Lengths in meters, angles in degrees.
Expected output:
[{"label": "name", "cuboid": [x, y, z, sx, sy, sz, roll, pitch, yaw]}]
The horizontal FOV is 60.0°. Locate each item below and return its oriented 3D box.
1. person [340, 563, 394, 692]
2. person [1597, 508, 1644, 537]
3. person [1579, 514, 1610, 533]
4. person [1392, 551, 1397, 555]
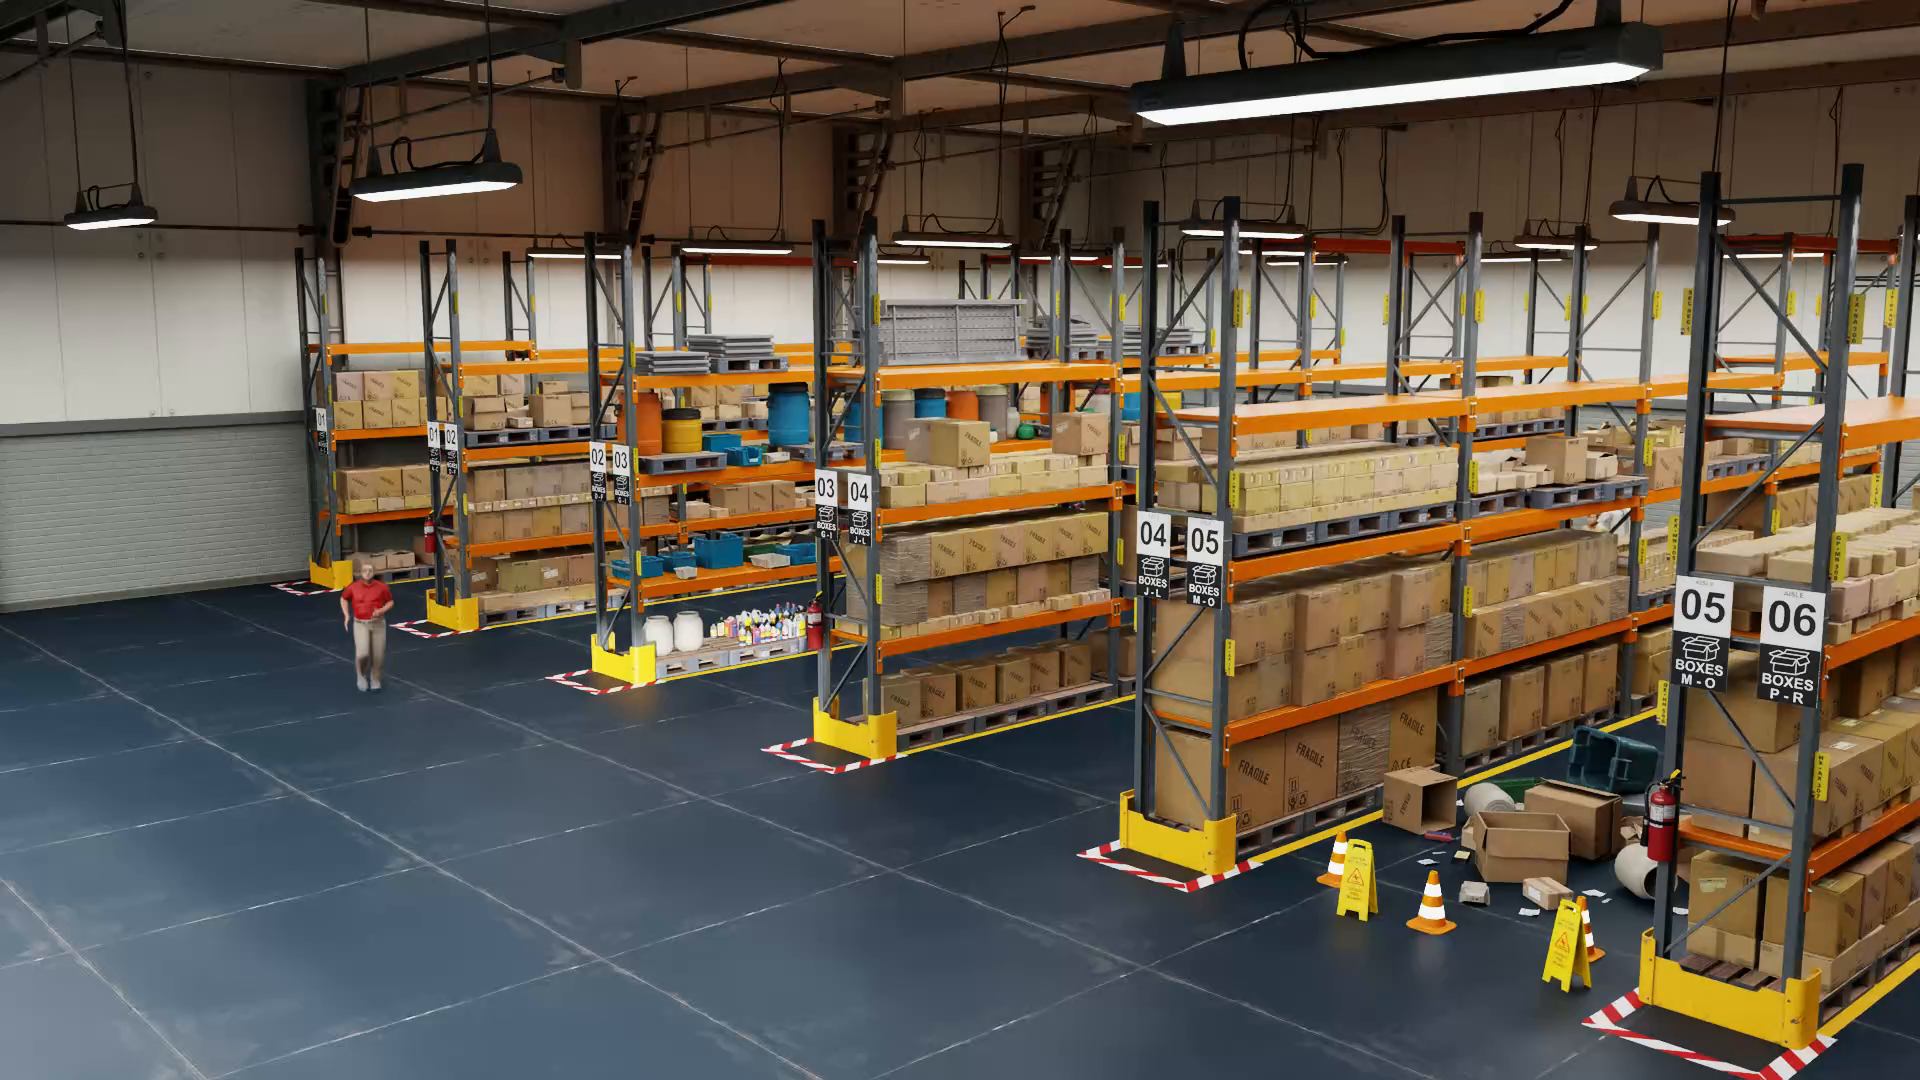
[{"label": "person", "cuboid": [-7.713, 1.147, 21.711, 0.647, 1.698, 0.659, -4, 9, -23]}, {"label": "person", "cuboid": [11.694, 0.016, 29.326, 0.791, 1.733, 0.598, -1, 8, -8]}, {"label": "person", "cuboid": [10.377, 0.348, 27.332, 0.528, 1.697, 0.754, 8, 12, 44]}, {"label": "person", "cuboid": [6.034, 0.918, 23.486, 0.581, 1.730, 0.754, 8, 12, 44]}]
